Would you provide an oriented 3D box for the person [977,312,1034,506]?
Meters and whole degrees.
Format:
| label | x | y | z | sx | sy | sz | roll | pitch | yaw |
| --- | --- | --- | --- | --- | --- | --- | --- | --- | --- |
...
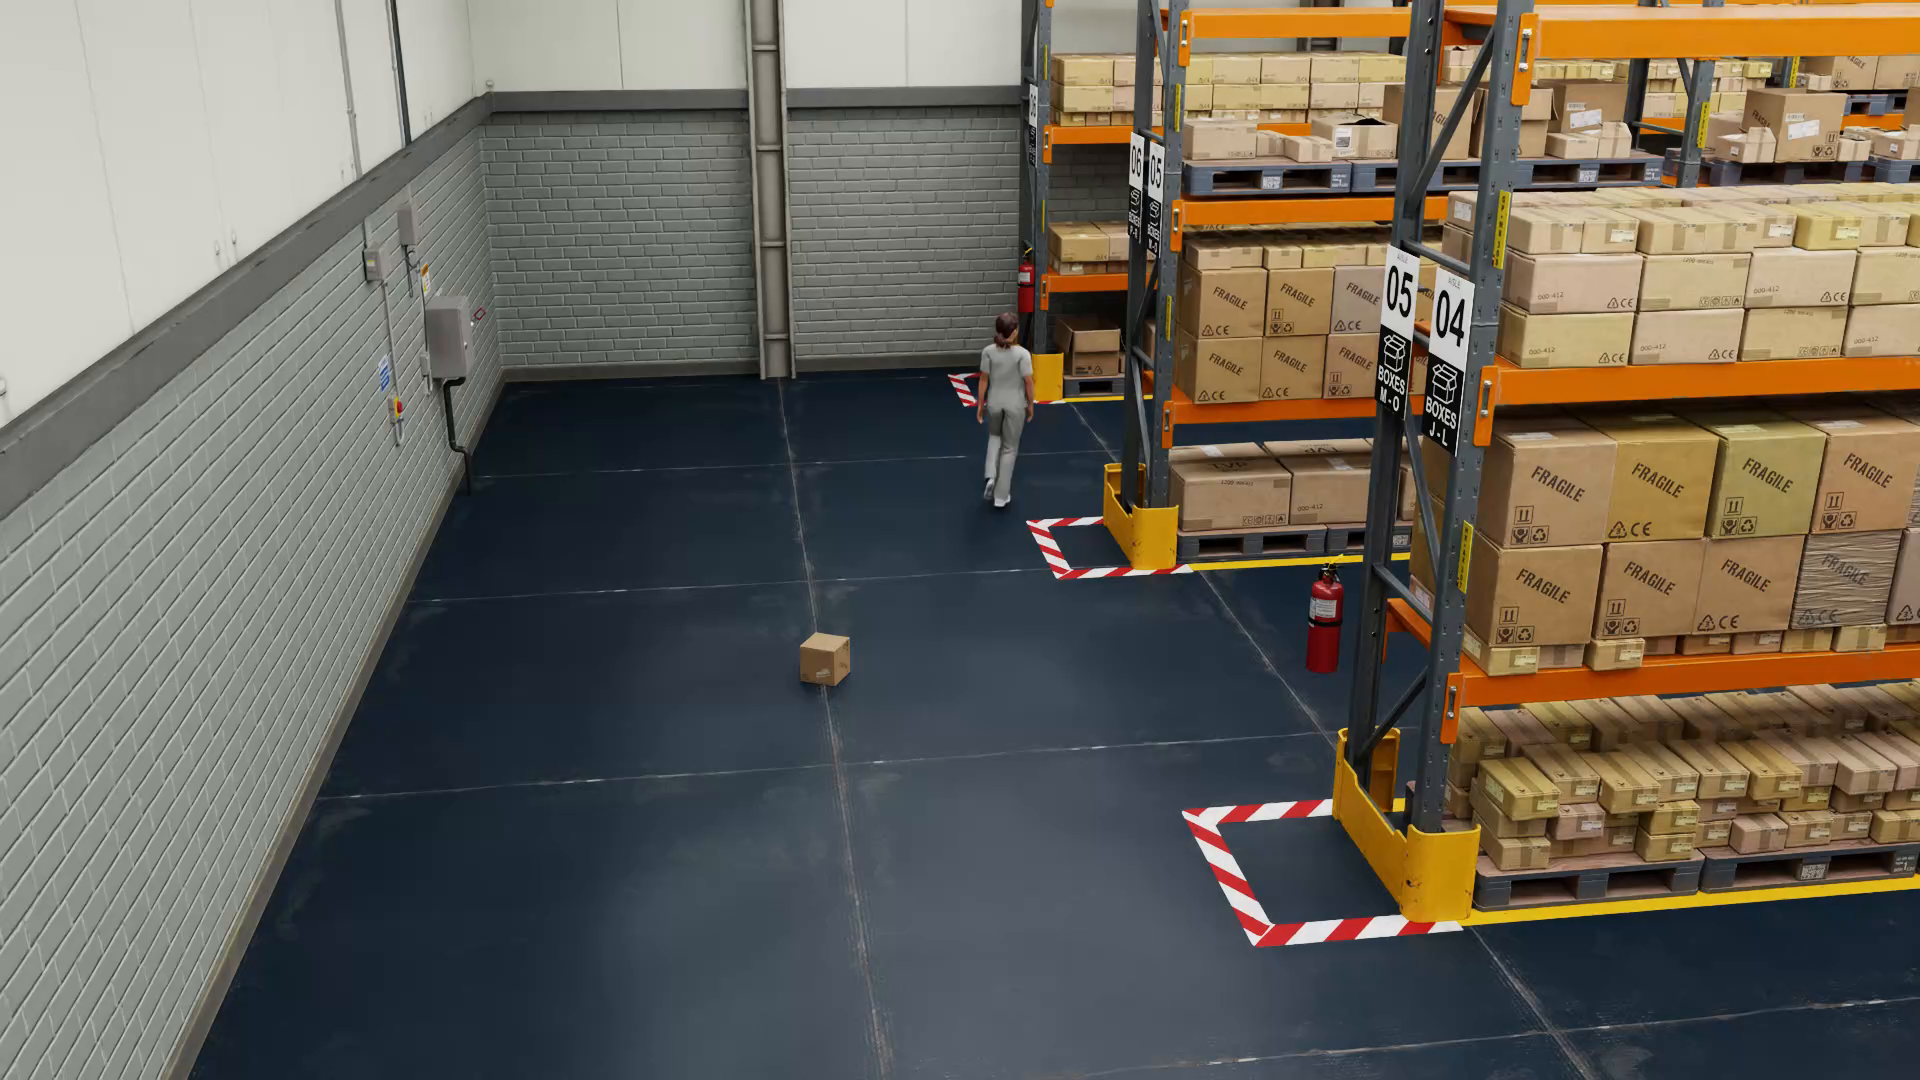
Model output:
| label | x | y | z | sx | sy | sz | roll | pitch | yaw |
| --- | --- | --- | --- | --- | --- | --- | --- | --- | --- |
| person | 0.403 | -1.112 | 14.071 | 0.484 | 1.679 | 0.470 | 7 | 21 | 18 |
